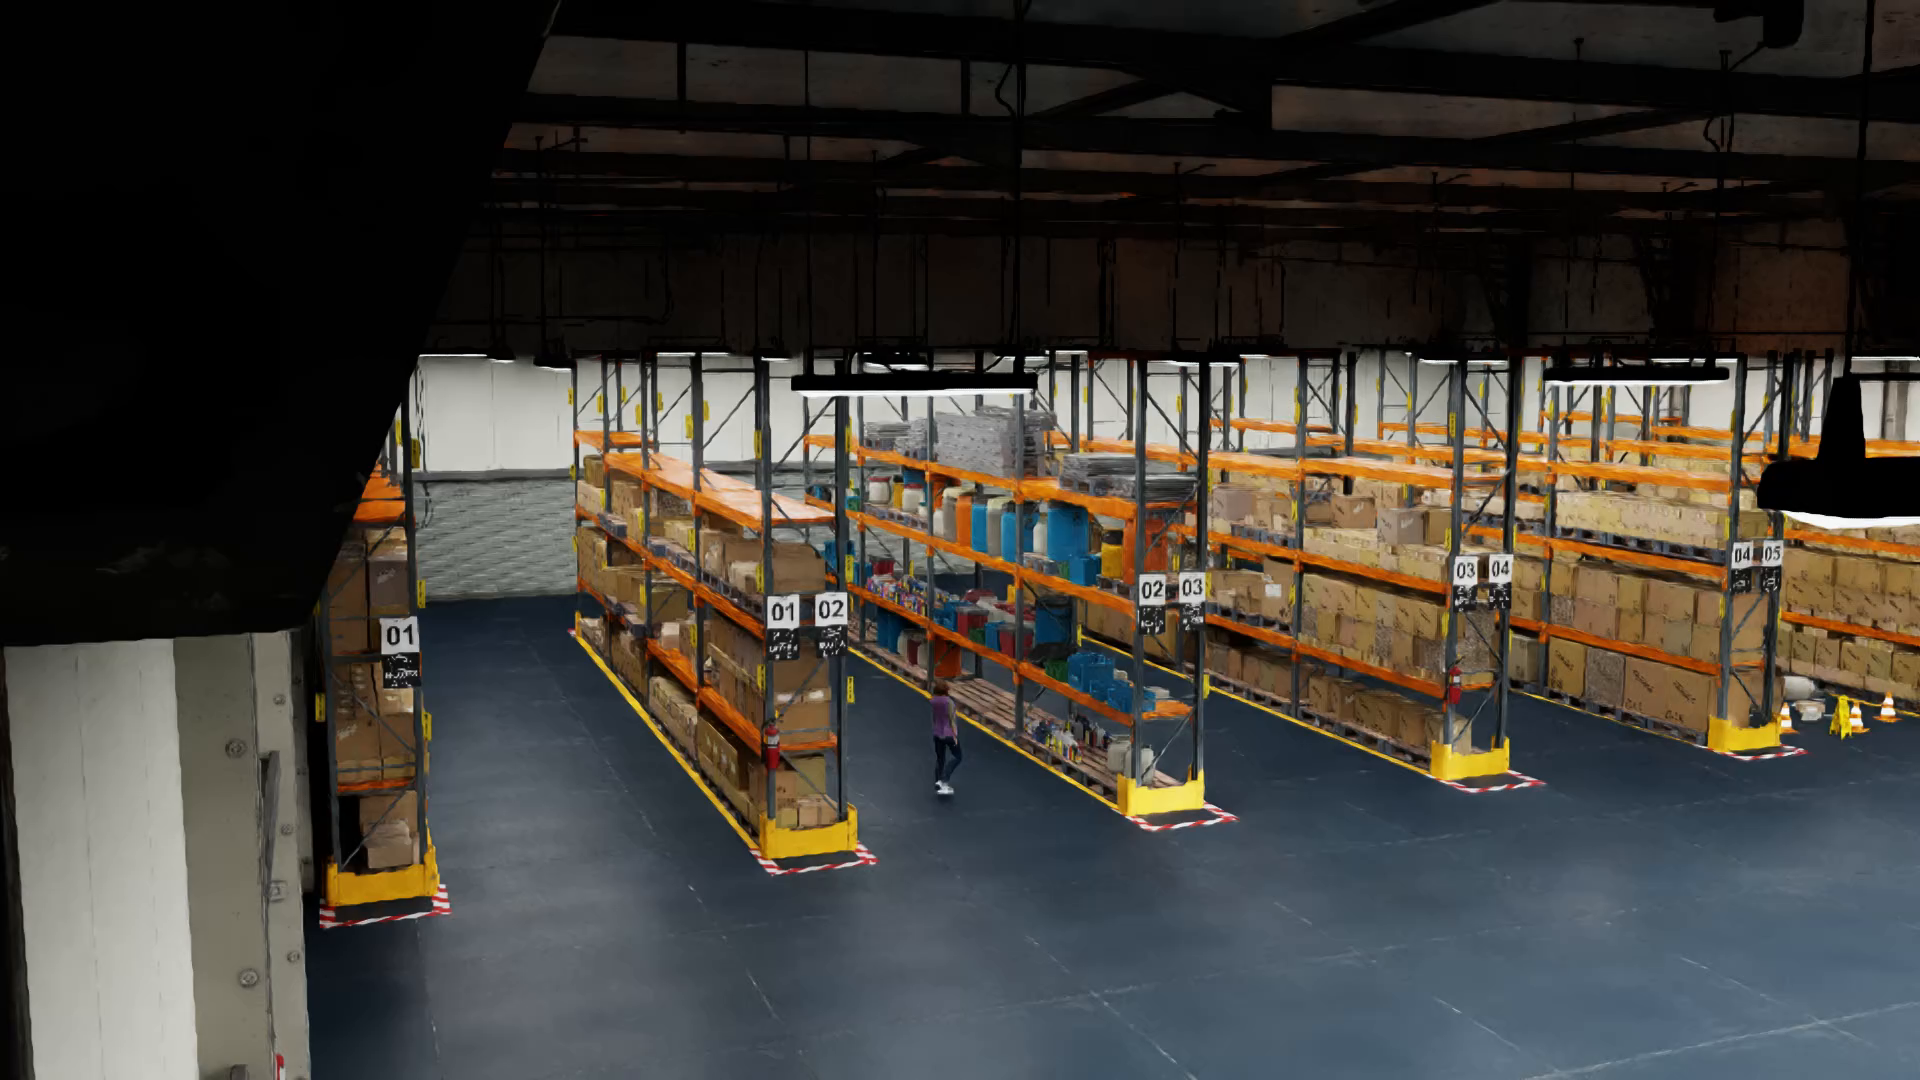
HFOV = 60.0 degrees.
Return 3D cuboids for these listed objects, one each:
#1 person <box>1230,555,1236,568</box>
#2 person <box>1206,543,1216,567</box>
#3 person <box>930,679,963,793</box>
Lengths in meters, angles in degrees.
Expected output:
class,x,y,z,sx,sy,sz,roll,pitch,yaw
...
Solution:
class,x,y,z,sx,sy,sz,roll,pitch,yaw
person,7.203,0.037,44.025,0.503,1.660,0.643,4,8,28
person,5.370,0.907,36.835,0.677,1.726,0.574,-3,8,-22
person,-0.220,2.707,22.853,0.459,1.594,0.407,6,9,39
